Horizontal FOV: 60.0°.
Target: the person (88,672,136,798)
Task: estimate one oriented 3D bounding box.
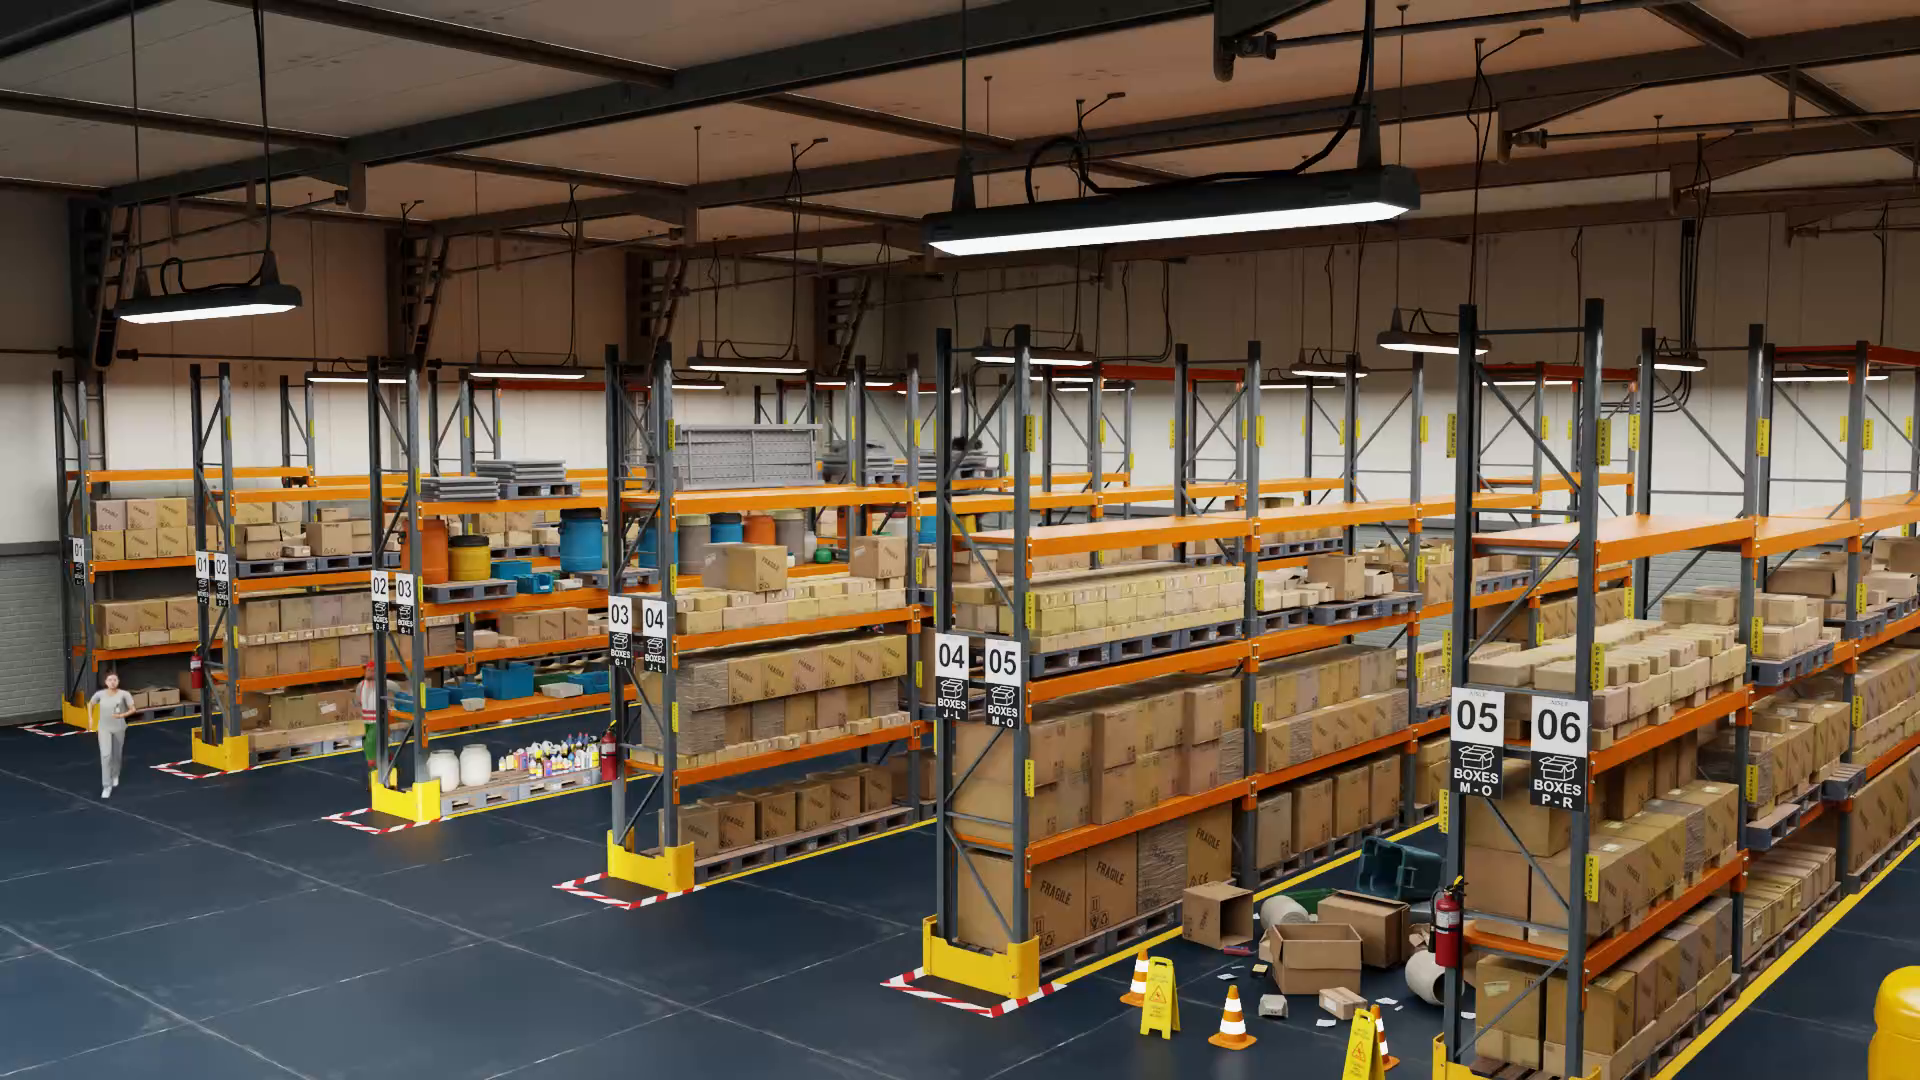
[{"bbox_3d":[-11.744,2.653,23.046,0.583,1.679,0.888,-2,5,-28],"label":"person"}]

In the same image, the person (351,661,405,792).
[{"bbox_3d":[-8.212,2.594,23.442,0.631,1.823,0.825,2,5,26],"label":"person"}]

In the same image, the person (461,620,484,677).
[{"bbox_3d":[-8.846,2.206,30.224,0.611,1.611,0.664,3,5,34],"label":"person"}]
